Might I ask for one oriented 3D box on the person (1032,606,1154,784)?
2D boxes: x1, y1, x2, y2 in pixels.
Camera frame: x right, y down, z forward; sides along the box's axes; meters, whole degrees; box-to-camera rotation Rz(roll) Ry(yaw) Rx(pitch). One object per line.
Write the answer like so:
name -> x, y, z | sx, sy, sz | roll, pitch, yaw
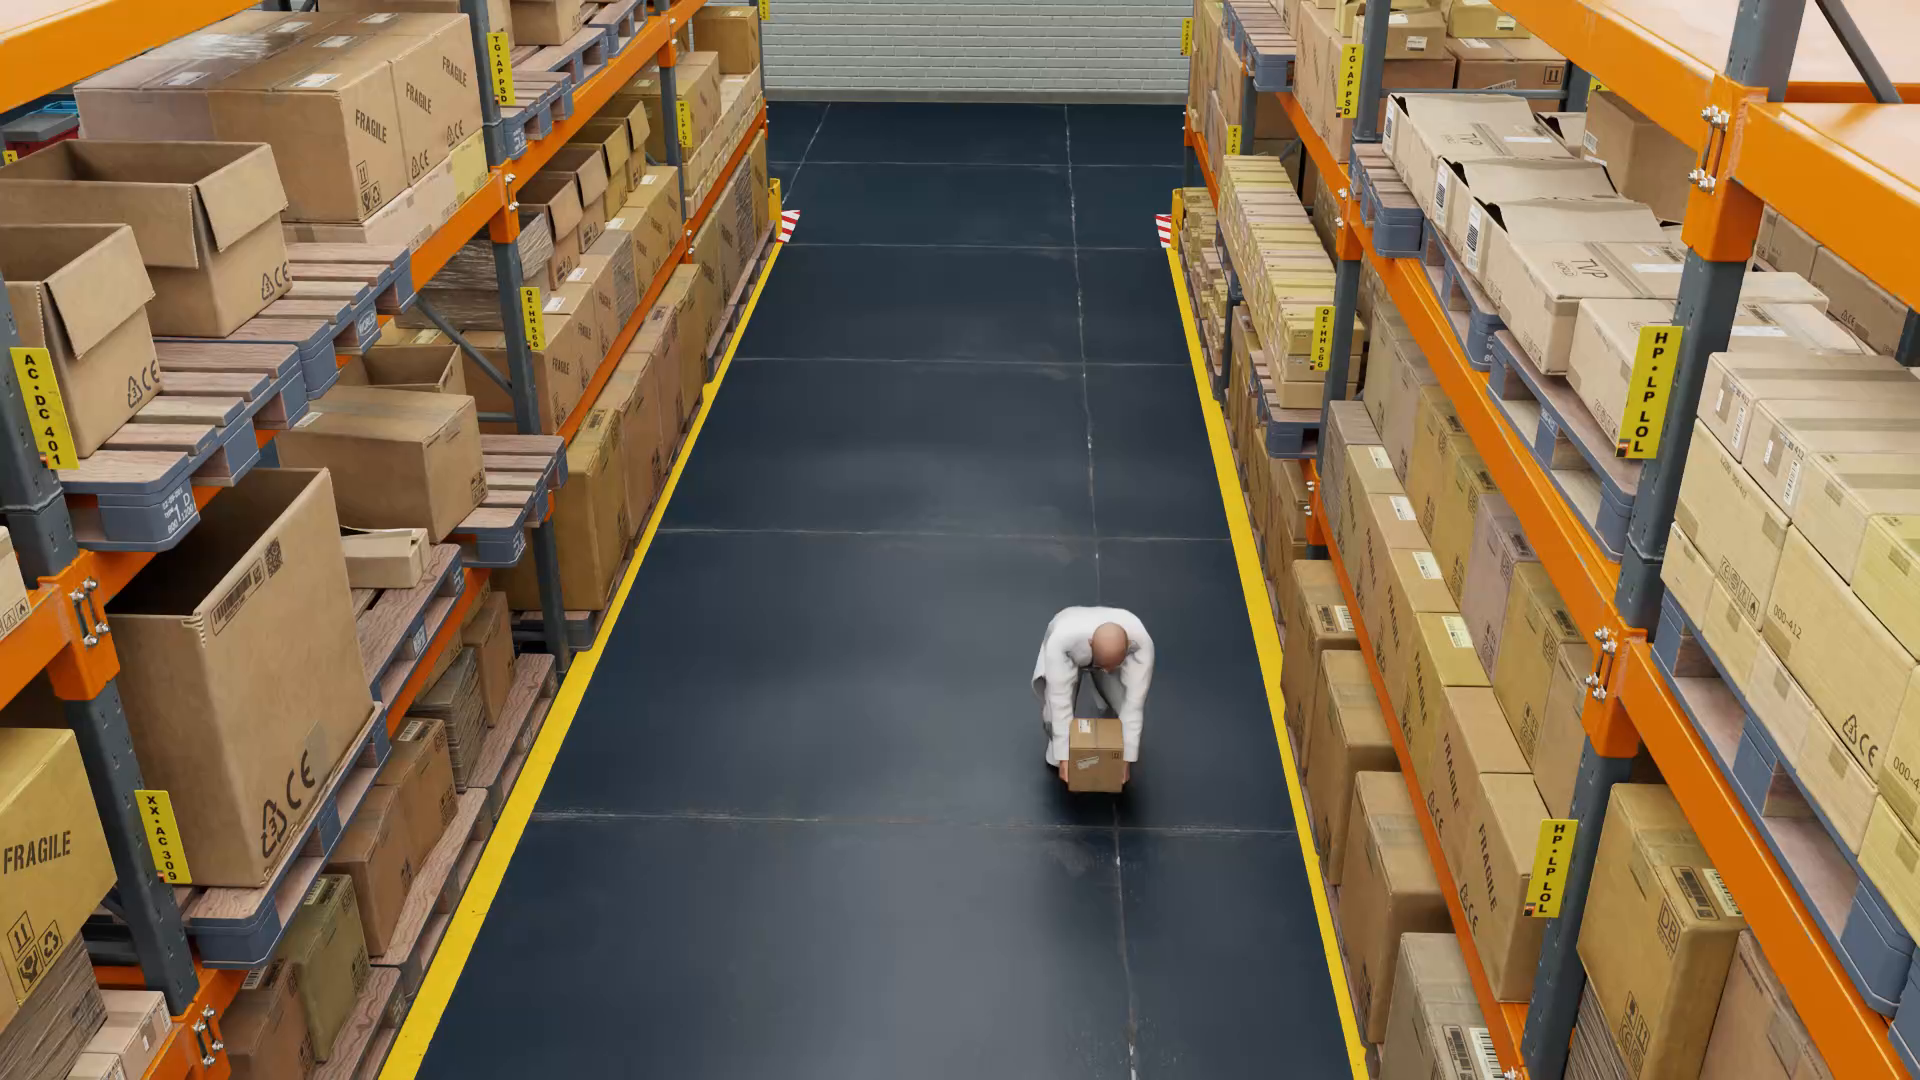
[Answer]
person -> 0.640, 0.702, 8.132 | 0.575, 1.006, 0.930 | 0, 28, 0
